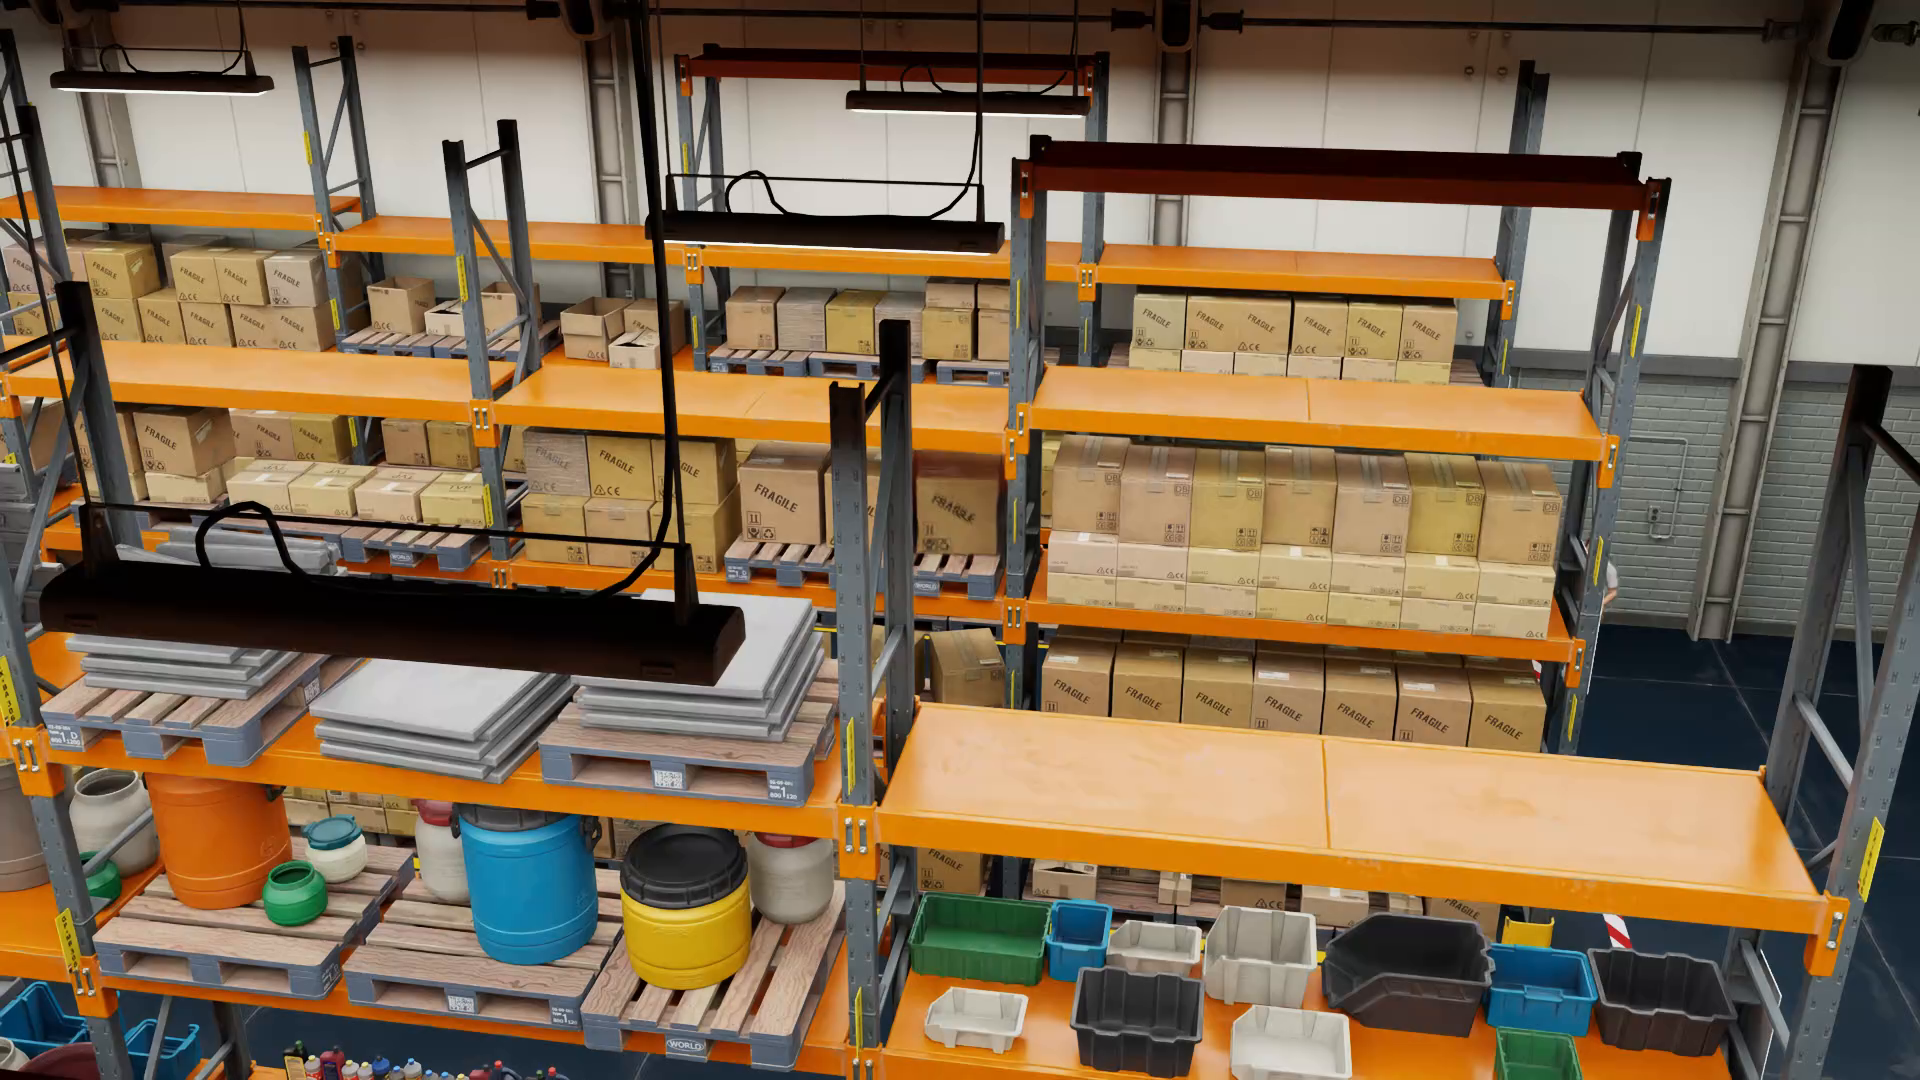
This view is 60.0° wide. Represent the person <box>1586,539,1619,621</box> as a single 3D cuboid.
[{"bbox_3d":[6.257,0.696,16.676,0.508,1.682,0.861,5,23,11],"label":"person"}]
